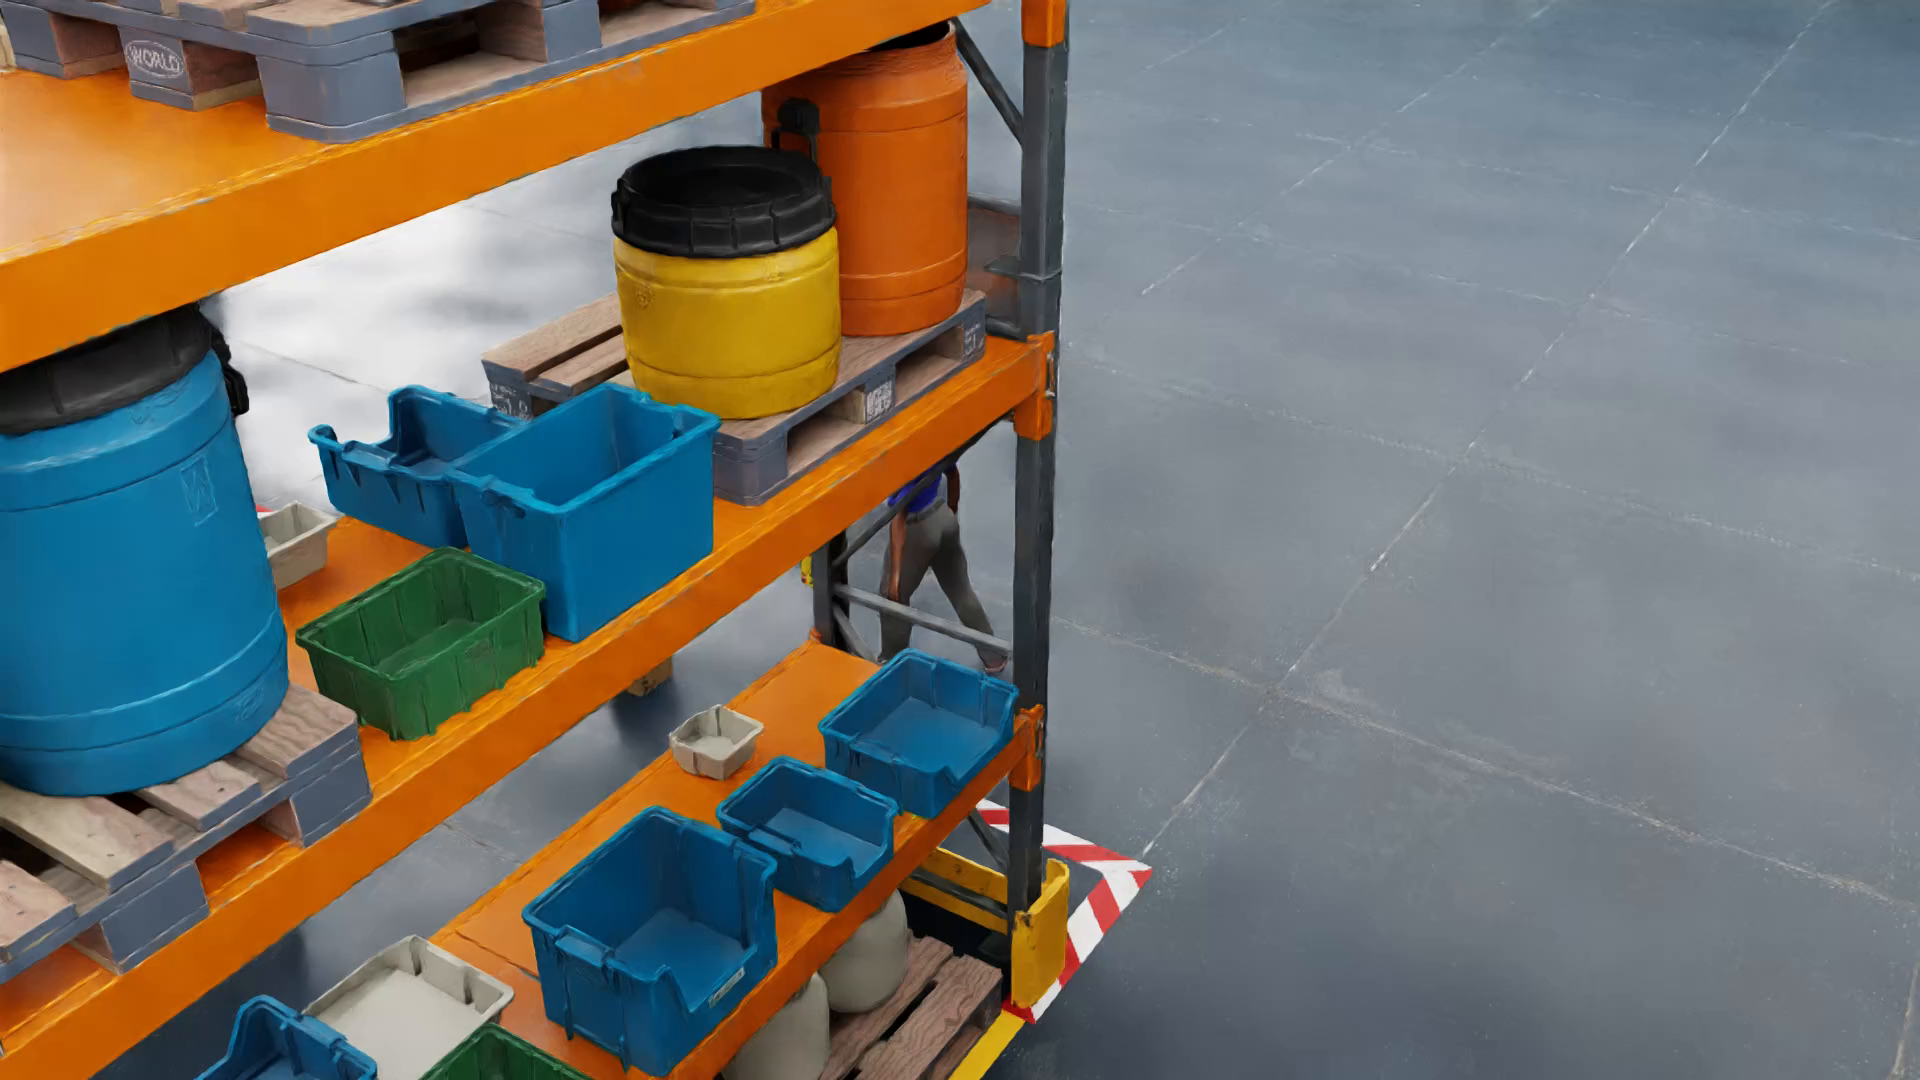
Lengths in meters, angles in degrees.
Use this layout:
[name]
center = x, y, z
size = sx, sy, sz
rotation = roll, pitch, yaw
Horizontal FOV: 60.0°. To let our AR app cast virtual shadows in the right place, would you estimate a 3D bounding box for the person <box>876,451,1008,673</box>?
[person]
center = -0.184, 0.015, 8.171
size = 0.745, 1.634, 0.749
rotation = 16, 34, 25
